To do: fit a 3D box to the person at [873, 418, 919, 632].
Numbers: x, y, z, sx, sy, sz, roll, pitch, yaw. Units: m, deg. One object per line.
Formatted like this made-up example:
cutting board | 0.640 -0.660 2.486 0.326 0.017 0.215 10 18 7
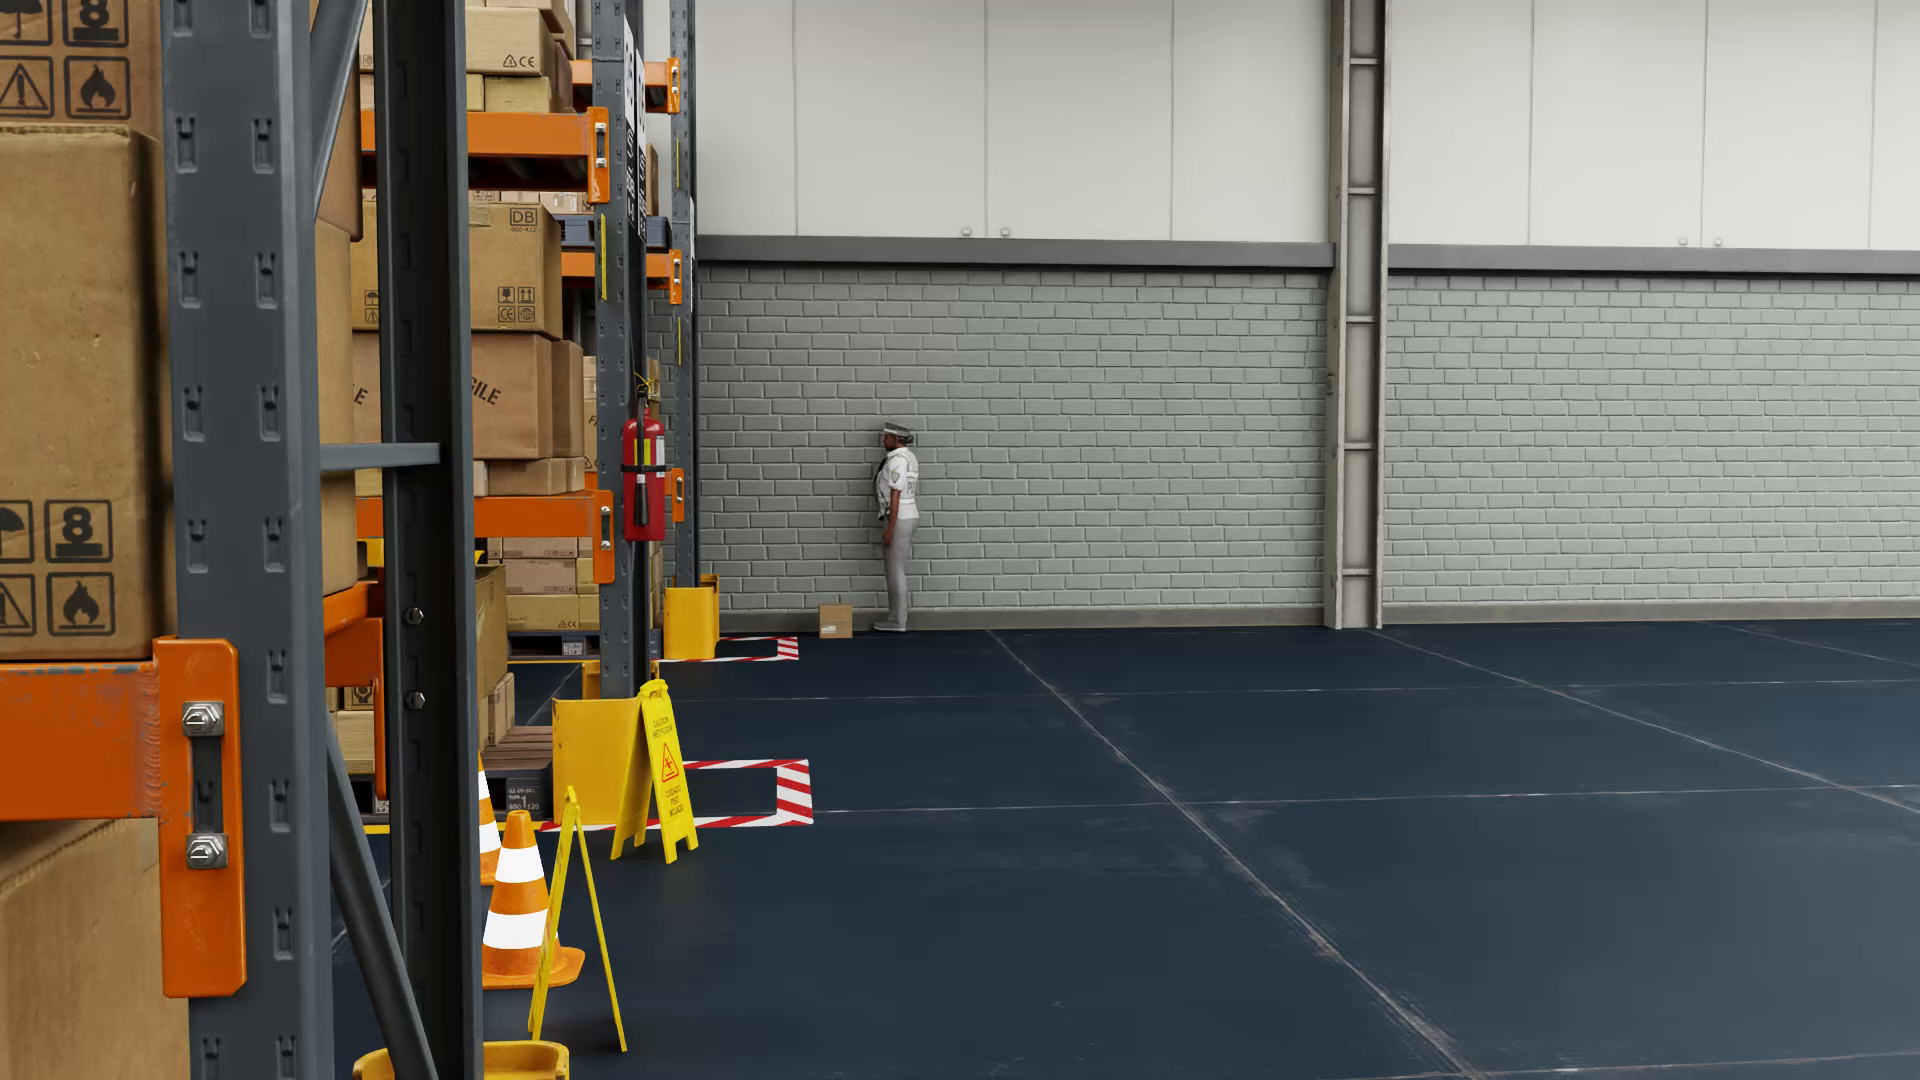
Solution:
person | -0.544 -0.112 13.178 0.436 1.700 0.506 1 4 9
